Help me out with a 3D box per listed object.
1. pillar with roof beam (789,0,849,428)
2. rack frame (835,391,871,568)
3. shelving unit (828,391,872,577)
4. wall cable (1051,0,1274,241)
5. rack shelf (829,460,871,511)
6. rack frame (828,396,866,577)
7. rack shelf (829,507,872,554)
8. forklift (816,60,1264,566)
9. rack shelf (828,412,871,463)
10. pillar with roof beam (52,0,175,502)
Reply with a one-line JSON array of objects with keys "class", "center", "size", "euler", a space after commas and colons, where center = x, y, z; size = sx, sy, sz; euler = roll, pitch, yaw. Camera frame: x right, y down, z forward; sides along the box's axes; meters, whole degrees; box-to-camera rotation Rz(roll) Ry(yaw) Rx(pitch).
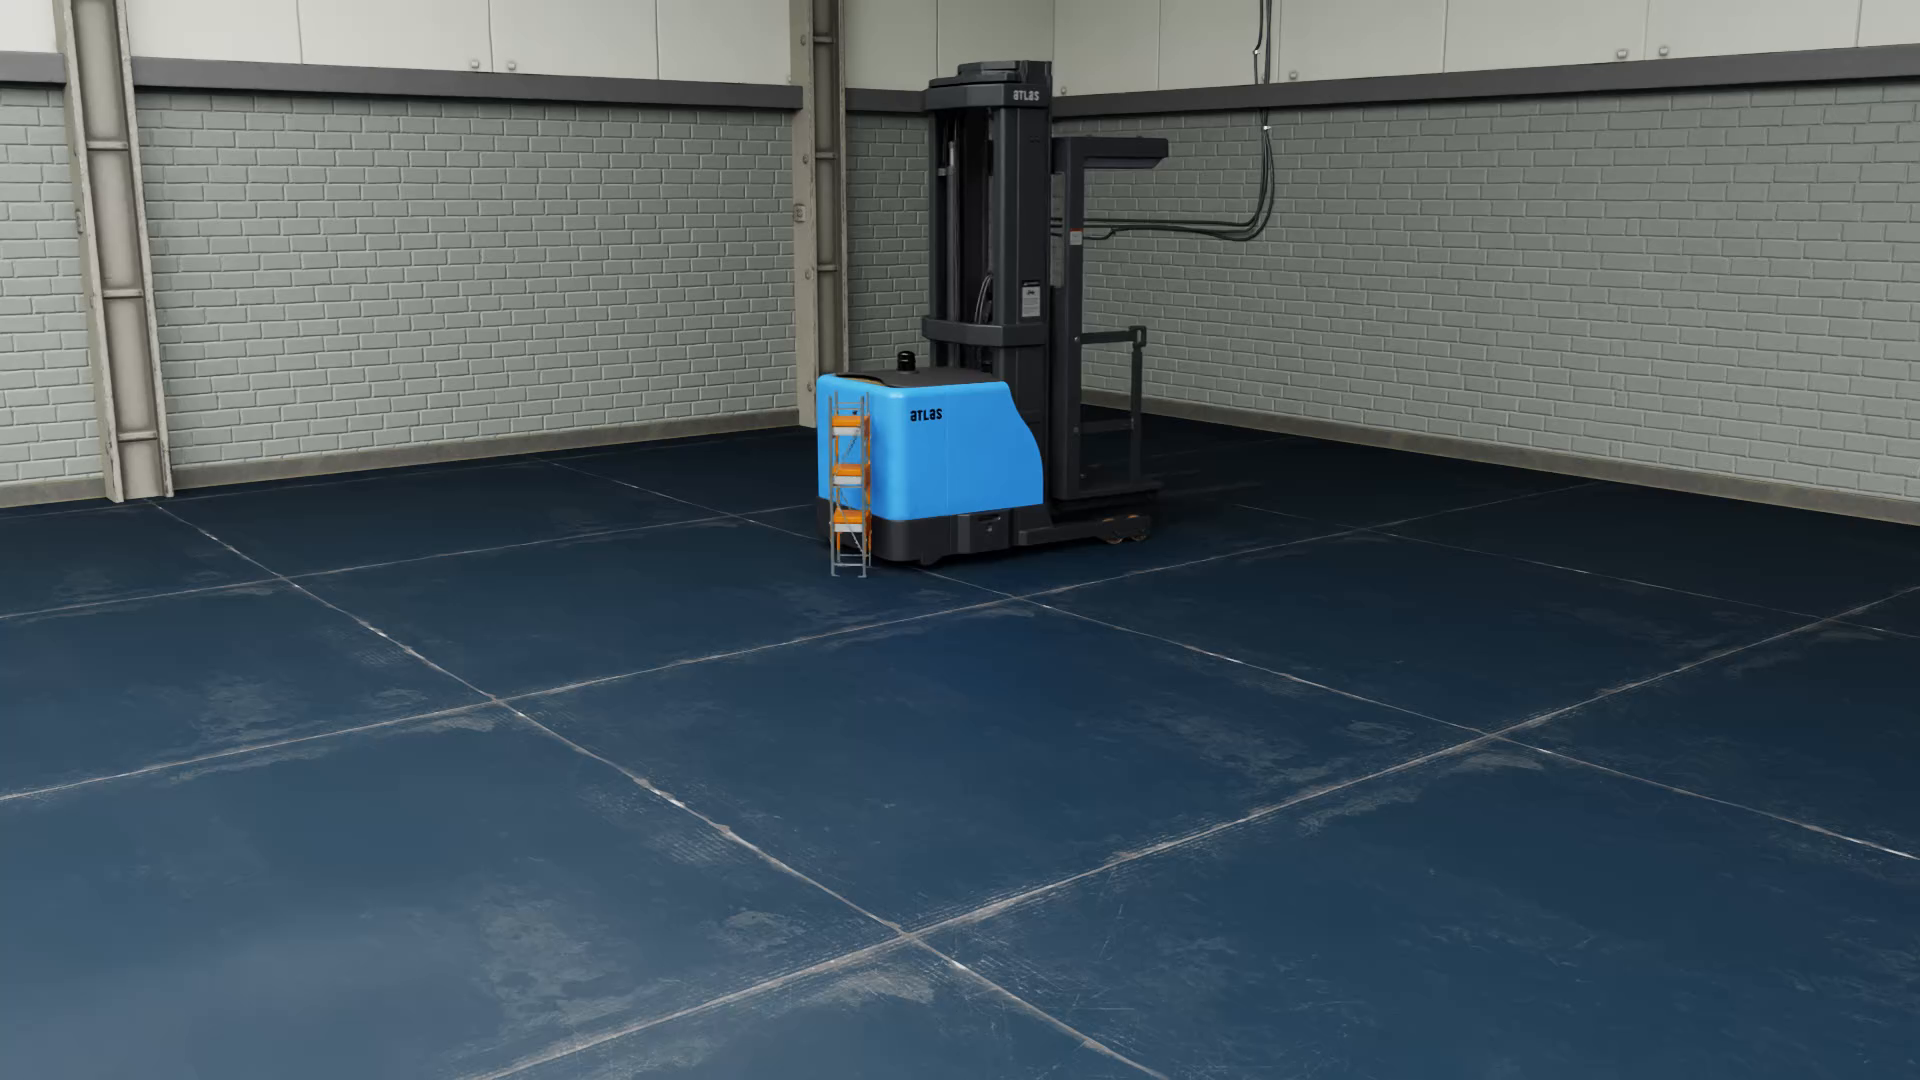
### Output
[{"class": "pillar with roof beam", "center": [1.396, -4.800, 11.571], "size": [0.400, 9.000, 9.100], "euler": [-9, 15, -38]}, {"class": "rack frame", "center": [-0.628, -0.352, 9.760], "size": [0.200, 1.050, 0.008], "euler": [1, 12, 4]}, {"class": "shelving unit", "center": [-0.637, -0.327, 9.641], "size": [0.215, 1.050, 0.252], "euler": [1, 12, 4]}, {"class": "wall cable", "center": [1.833, -4.148, 15.972], "size": [0.112, 2.526, 3.097], "euler": [-9, 15, -38]}, {"class": "rack shelf", "center": [-0.637, -0.317, 9.643], "size": [0.215, 0.259, 0.240], "euler": [1, 12, 4]}, {"class": "rack frame", "center": [-0.645, -0.302, 9.521], "size": [0.200, 1.050, 0.008], "euler": [1, 12, 4]}, {"class": "rack shelf", "center": [-0.637, -0.045, 9.700], "size": [0.215, 0.259, 0.240], "euler": [1, 12, 4]}, {"class": "forklift", "center": [0.620, -1.490, 10.591], "size": [3.031, 2.935, 1.130], "euler": [-7, 14, -31]}, {"class": "rack shelf", "center": [-0.637, -0.594, 9.584], "size": [0.215, 0.259, 0.240], "euler": [1, 12, 4]}, {"class": "pillar with roof beam", "center": [-3.290, -4.022, 7.905], "size": [0.400, 9.000, 9.100], "euler": [-9, 15, -38]}]
